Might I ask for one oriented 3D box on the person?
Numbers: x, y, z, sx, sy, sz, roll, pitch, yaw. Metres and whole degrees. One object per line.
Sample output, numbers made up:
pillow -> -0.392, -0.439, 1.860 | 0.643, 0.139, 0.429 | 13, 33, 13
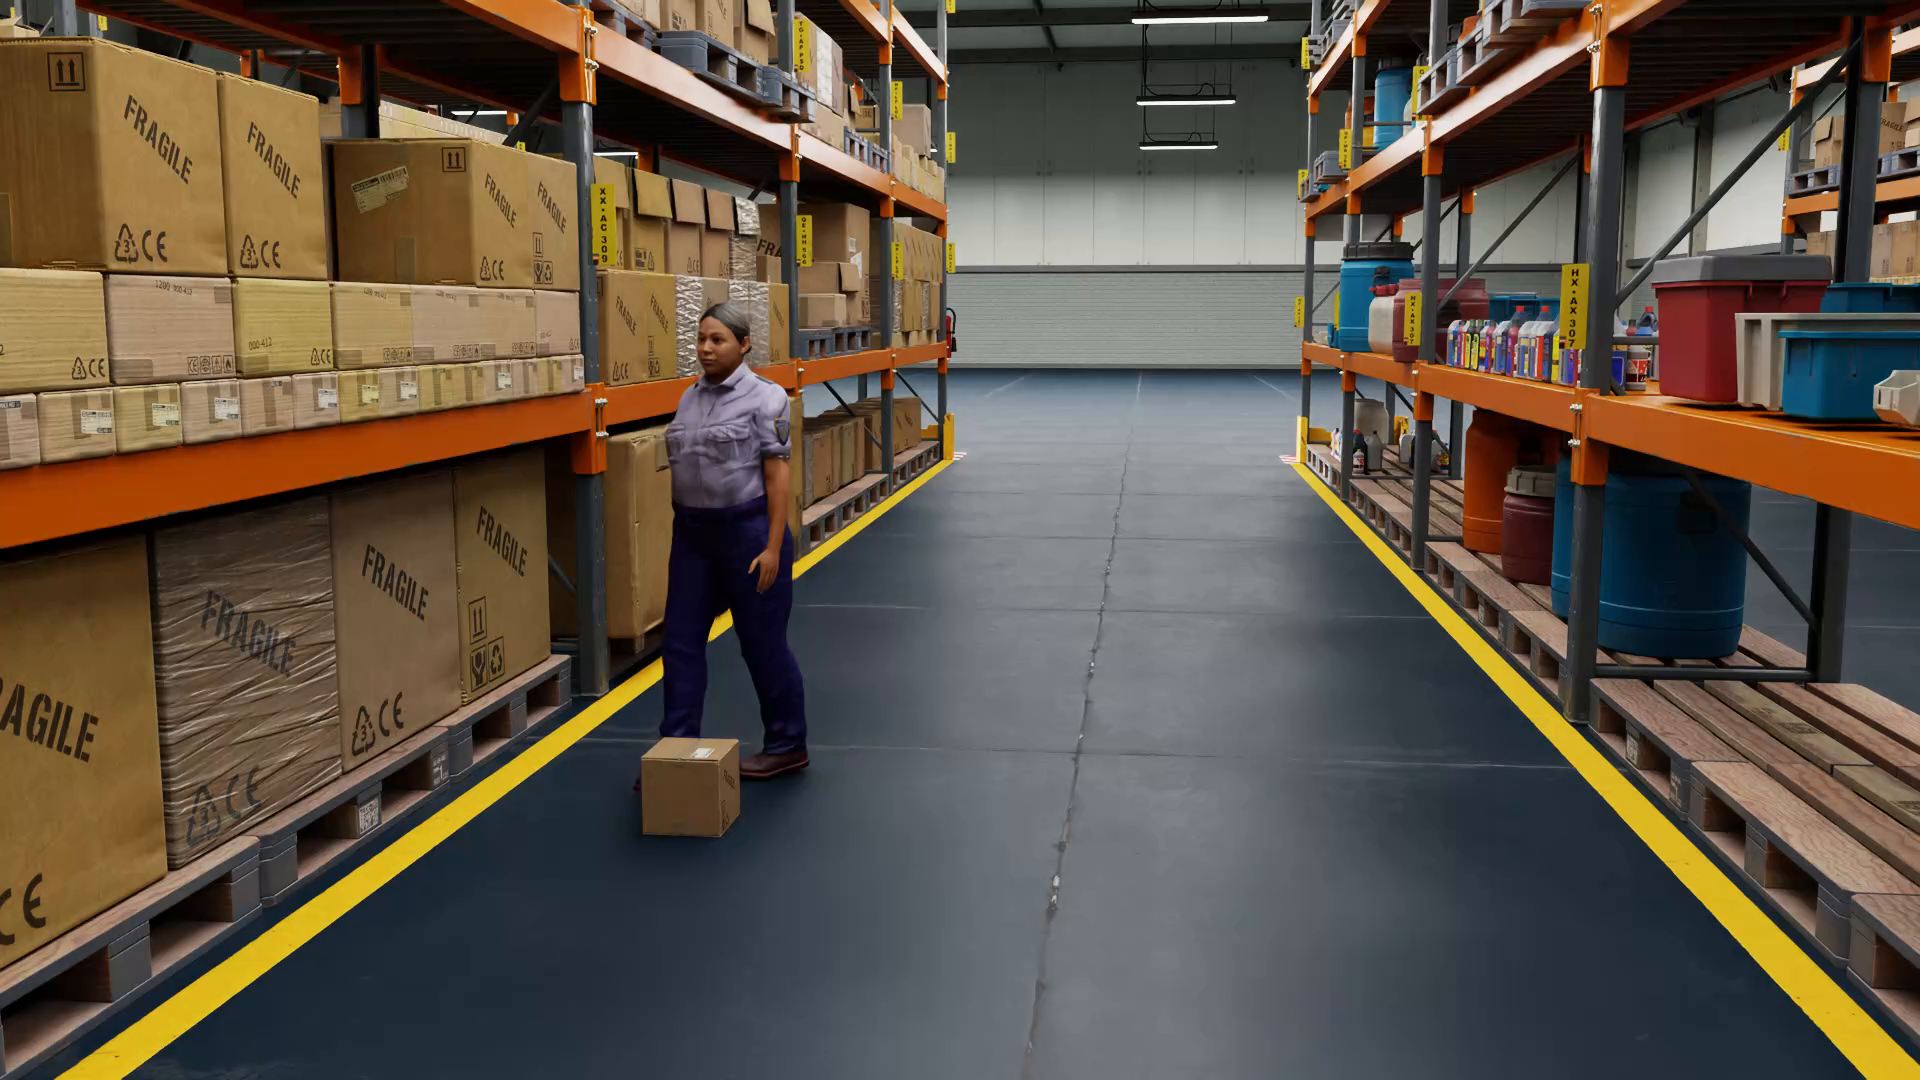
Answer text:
person -> -0.818, 0.033, 5.619 | 0.470, 1.628, 0.631 | 5, 9, 30
